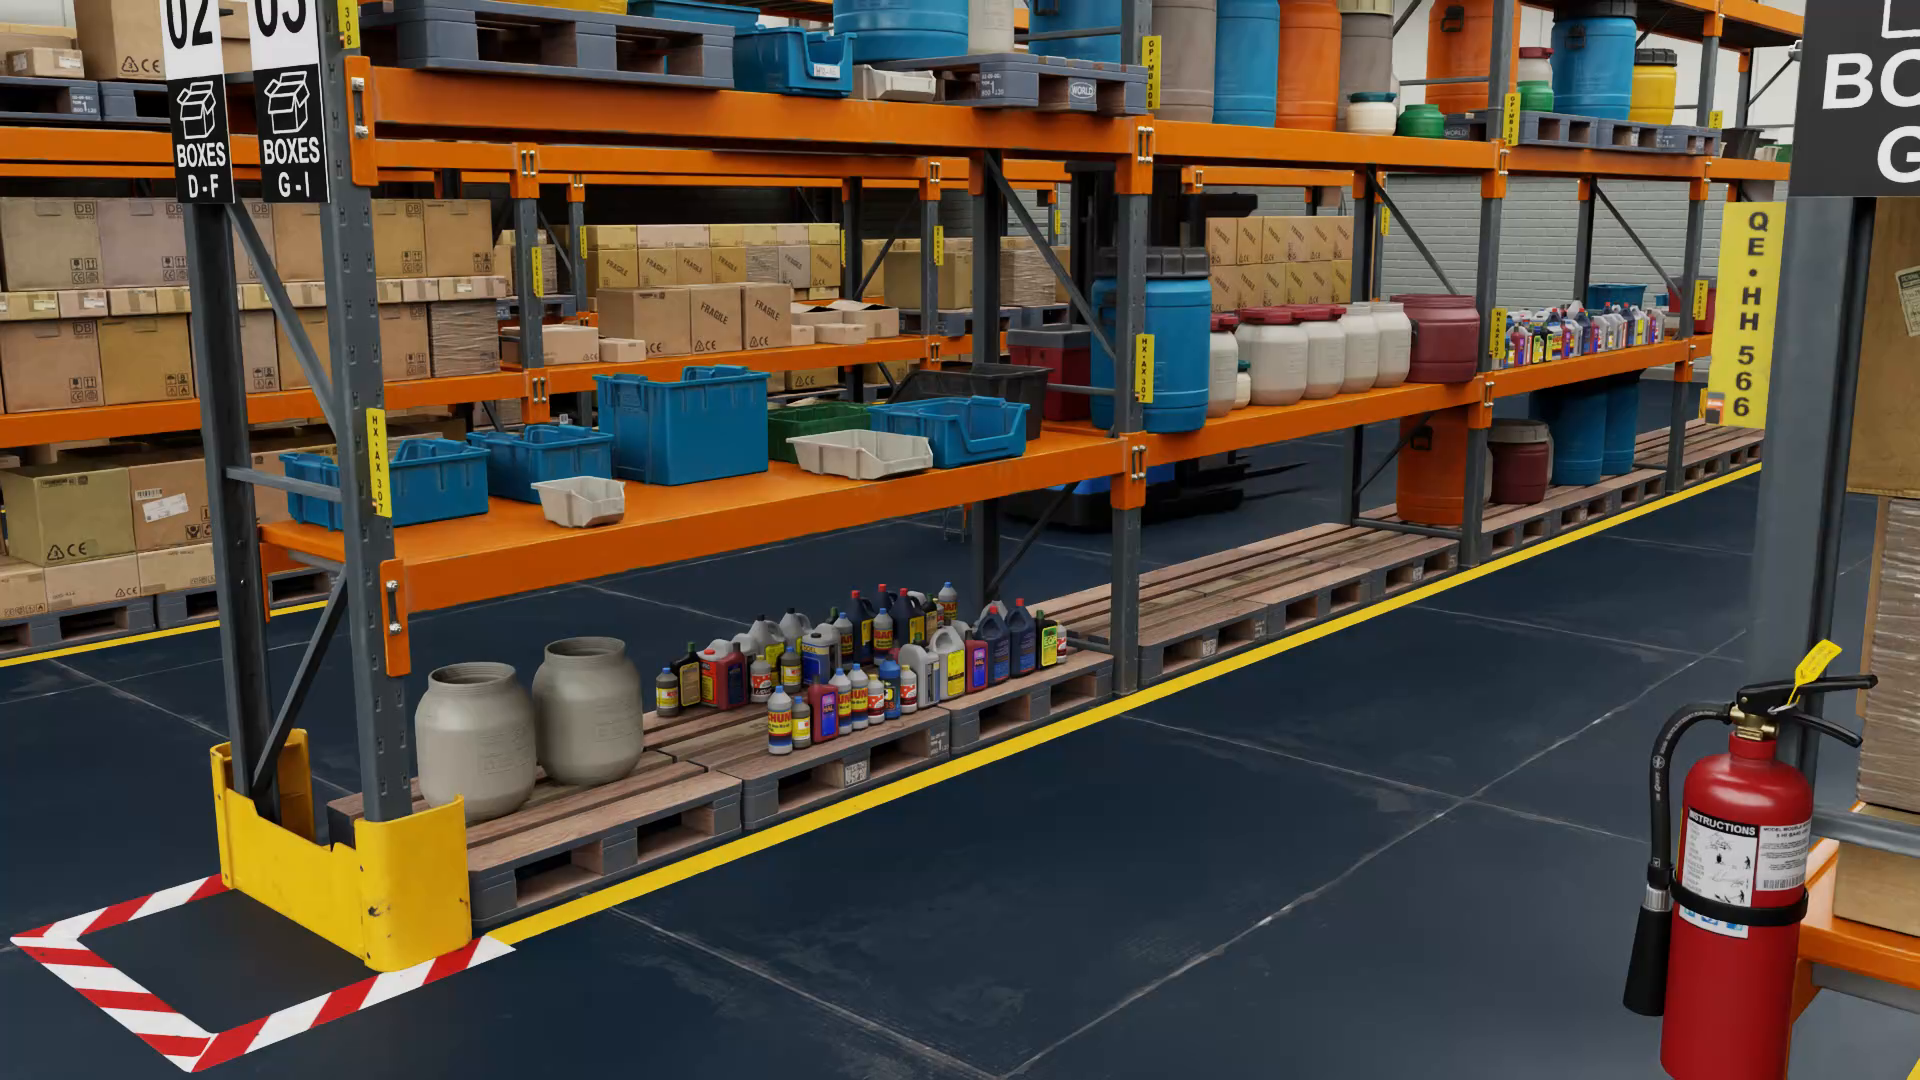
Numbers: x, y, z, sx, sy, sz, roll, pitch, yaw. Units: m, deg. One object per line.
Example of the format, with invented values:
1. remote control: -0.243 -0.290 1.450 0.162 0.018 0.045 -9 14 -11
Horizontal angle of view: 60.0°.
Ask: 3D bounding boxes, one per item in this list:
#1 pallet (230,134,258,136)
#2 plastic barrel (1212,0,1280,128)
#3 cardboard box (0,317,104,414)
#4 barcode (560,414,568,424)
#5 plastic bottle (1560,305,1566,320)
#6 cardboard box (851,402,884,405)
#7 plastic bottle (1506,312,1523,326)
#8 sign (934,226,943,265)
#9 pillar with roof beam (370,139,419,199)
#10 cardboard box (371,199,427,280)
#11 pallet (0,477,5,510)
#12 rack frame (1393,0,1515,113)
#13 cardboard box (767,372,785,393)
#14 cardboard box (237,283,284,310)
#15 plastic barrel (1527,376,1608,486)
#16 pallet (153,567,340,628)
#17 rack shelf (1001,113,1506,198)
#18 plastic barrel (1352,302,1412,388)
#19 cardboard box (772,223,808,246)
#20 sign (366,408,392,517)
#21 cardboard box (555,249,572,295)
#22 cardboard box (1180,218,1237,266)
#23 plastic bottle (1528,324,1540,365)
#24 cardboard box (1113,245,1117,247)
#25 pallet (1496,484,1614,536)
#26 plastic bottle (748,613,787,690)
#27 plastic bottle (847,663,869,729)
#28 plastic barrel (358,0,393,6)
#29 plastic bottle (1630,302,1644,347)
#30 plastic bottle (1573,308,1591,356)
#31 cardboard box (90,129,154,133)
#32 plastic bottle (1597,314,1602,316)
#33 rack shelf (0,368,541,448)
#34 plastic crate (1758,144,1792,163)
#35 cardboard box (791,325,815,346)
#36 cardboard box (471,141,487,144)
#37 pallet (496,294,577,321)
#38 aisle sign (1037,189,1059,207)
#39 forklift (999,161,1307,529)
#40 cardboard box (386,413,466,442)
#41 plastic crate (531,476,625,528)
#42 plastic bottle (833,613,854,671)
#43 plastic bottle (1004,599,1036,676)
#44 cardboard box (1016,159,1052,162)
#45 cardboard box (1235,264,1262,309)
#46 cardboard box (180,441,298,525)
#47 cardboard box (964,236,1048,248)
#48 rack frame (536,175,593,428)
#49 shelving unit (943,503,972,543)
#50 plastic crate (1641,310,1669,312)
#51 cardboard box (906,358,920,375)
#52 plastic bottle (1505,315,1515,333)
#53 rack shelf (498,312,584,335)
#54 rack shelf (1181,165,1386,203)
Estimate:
1. pallet: -6.477 -3.495 14.872 1.213 0.211 1.003 10 15 40
2. plastic barrel: 1.513 -2.770 9.485 0.600 0.901 0.708 10 15 40
3. cardboard box: -5.221 -1.005 9.327 0.700 0.500 0.500 10 15 42
4. barcode: -2.760 -0.844 11.584 0.001 0.075 0.075 10 15 40
5. plastic bottle: 5.107 -1.860 14.161 0.061 0.283 0.133 10 15 40
6. cardboard box: -0.762 -1.011 14.133 0.500 0.311 0.500 10 15 42
7. plastic bottle: 4.402 -1.685 13.307 0.152 0.276 0.135 10 15 40
8. sign: -0.182 -2.484 14.034 0.100 0.325 0.005 10 15 40
9. pillar with roof beam: -2.598 -4.933 13.937 9.100 9.000 0.400 10 15 40
10. cardboard box: -3.862 -1.944 10.717 0.700 0.500 0.500 10 15 40
11. pallet: -8.187 -0.388 13.615 1.003 0.211 1.213 10 15 40
12. rack frame: 3.118 -4.289 10.708 1.000 3.000 0.127 10 15 40
13. cardboard box: -2.600 -2.124 19.605 0.750 0.750 0.750 10 15 42
14. cardboard box: -4.272 -1.473 10.014 0.380 0.149 0.250 10 15 42
15. plastic barrel: 4.919 -0.930 13.495 0.600 0.901 0.708 10 15 40
16. pallet: -4.603 0.260 10.370 1.003 0.211 1.213 10 15 40
17. rack shelf: 1.797 -2.171 9.599 1.077 0.370 4.000 10 15 40
18. plastic barrel: 2.599 -1.223 10.389 0.421 0.512 0.421 0 11 0
19. cardboard box: -2.145 -3.613 19.661 0.500 0.250 0.500 10 15 42
20. sign: -1.753 -0.234 5.016 0.100 0.325 0.005 10 15 40
21. cardboard box: -4.210 -2.936 18.186 0.500 0.500 0.500 10 15 41
22. cardboard box: 2.562 -3.148 17.508 0.500 0.500 0.500 10 15 42
23. plastic bottle: 4.074 -1.393 11.826 0.061 0.283 0.133 10 15 40
24. cardboard box: 1.559 -2.790 17.196 0.700 0.500 0.500 4 12 21
25. pallet: 4.412 -0.279 13.071 1.003 0.211 1.213 10 15 40
26. plastic bottle: -0.895 0.508 7.650 0.144 0.351 0.185 11 15 43
27. plastic bottle: -0.440 0.661 7.087 0.097 0.271 0.097 0 11 0
28. plastic barrel: -1.938 -2.145 5.466 0.600 0.830 0.708 10 15 40
29. plastic bottle: 5.397 -1.734 13.358 0.144 0.351 0.185 10 15 40
30. plastic bottle: 4.670 -1.571 12.546 0.144 0.351 0.185 10 15 40
31. cardboard box: -7.114 -3.462 13.923 0.500 0.500 0.500 10 15 42
32. plastic bottle: 5.061 -1.658 13.181 0.097 0.271 0.097 0 11 0
33. rack shelf: -4.561 -0.752 10.155 1.077 0.370 4.000 10 15 40
34. plastic crate: 7.962 -3.709 16.004 0.450 0.188 0.336 10 15 40
35. cardboard box: -1.400 -1.670 13.553 0.250 0.149 0.380 -11 16 -43
36. cardboard box: -4.597 -3.924 16.716 0.500 0.311 0.500 10 15 40
37. pallet: -4.715 -2.415 17.133 1.213 0.211 1.003 10 15 40
38. aisle sign: 1.229 -5.051 23.206 0.394 0.787 0.004 10 15 40
39. forklift: 1.666 -1.735 13.416 3.031 2.935 1.130 -10 15 -41
40. cardboard box: -3.782 -0.597 11.574 0.500 0.500 0.500 10 15 40
41. plastic crate: -1.331 -0.130 5.879 0.298 0.136 0.250 10 15 40
42. plastic bottle: -0.561 0.483 7.976 0.097 0.271 0.097 0 11 0
43. plastic bottle: 0.269 0.457 7.904 0.144 0.351 0.185 9 15 39
44. cardboard box: 0.342 -3.728 15.303 0.910 0.500 0.500 10 15 40
45. cardboard box: 2.916 -2.741 18.020 0.500 0.500 0.500 10 15 41
46. cardboard box: -4.368 -0.306 10.121 0.500 0.500 0.500 10 15 40
47. cardboard box: 0.627 -3.875 23.190 0.980 0.700 0.700 11 16 43
48. rack frame: -4.324 -2.628 17.709 1.000 3.000 0.127 10 15 40
49. shelving unit: 0.035 -0.523 12.148 0.215 1.050 0.252 10 15 40
50. plastic crate: 6.295 -2.029 15.261 0.437 0.125 0.590 10 15 40
51. cardboard box: -0.779 -2.367 21.711 0.700 0.500 0.500 10 15 40
52. plastic bottle: 4.285 -1.622 13.003 0.097 0.271 0.097 0 11 0
53. rack shelf: -5.644 -1.981 16.306 1.077 0.370 4.000 10 15 40
54. rack shelf: 3.360 -3.989 18.701 1.077 0.370 4.000 10 15 40
